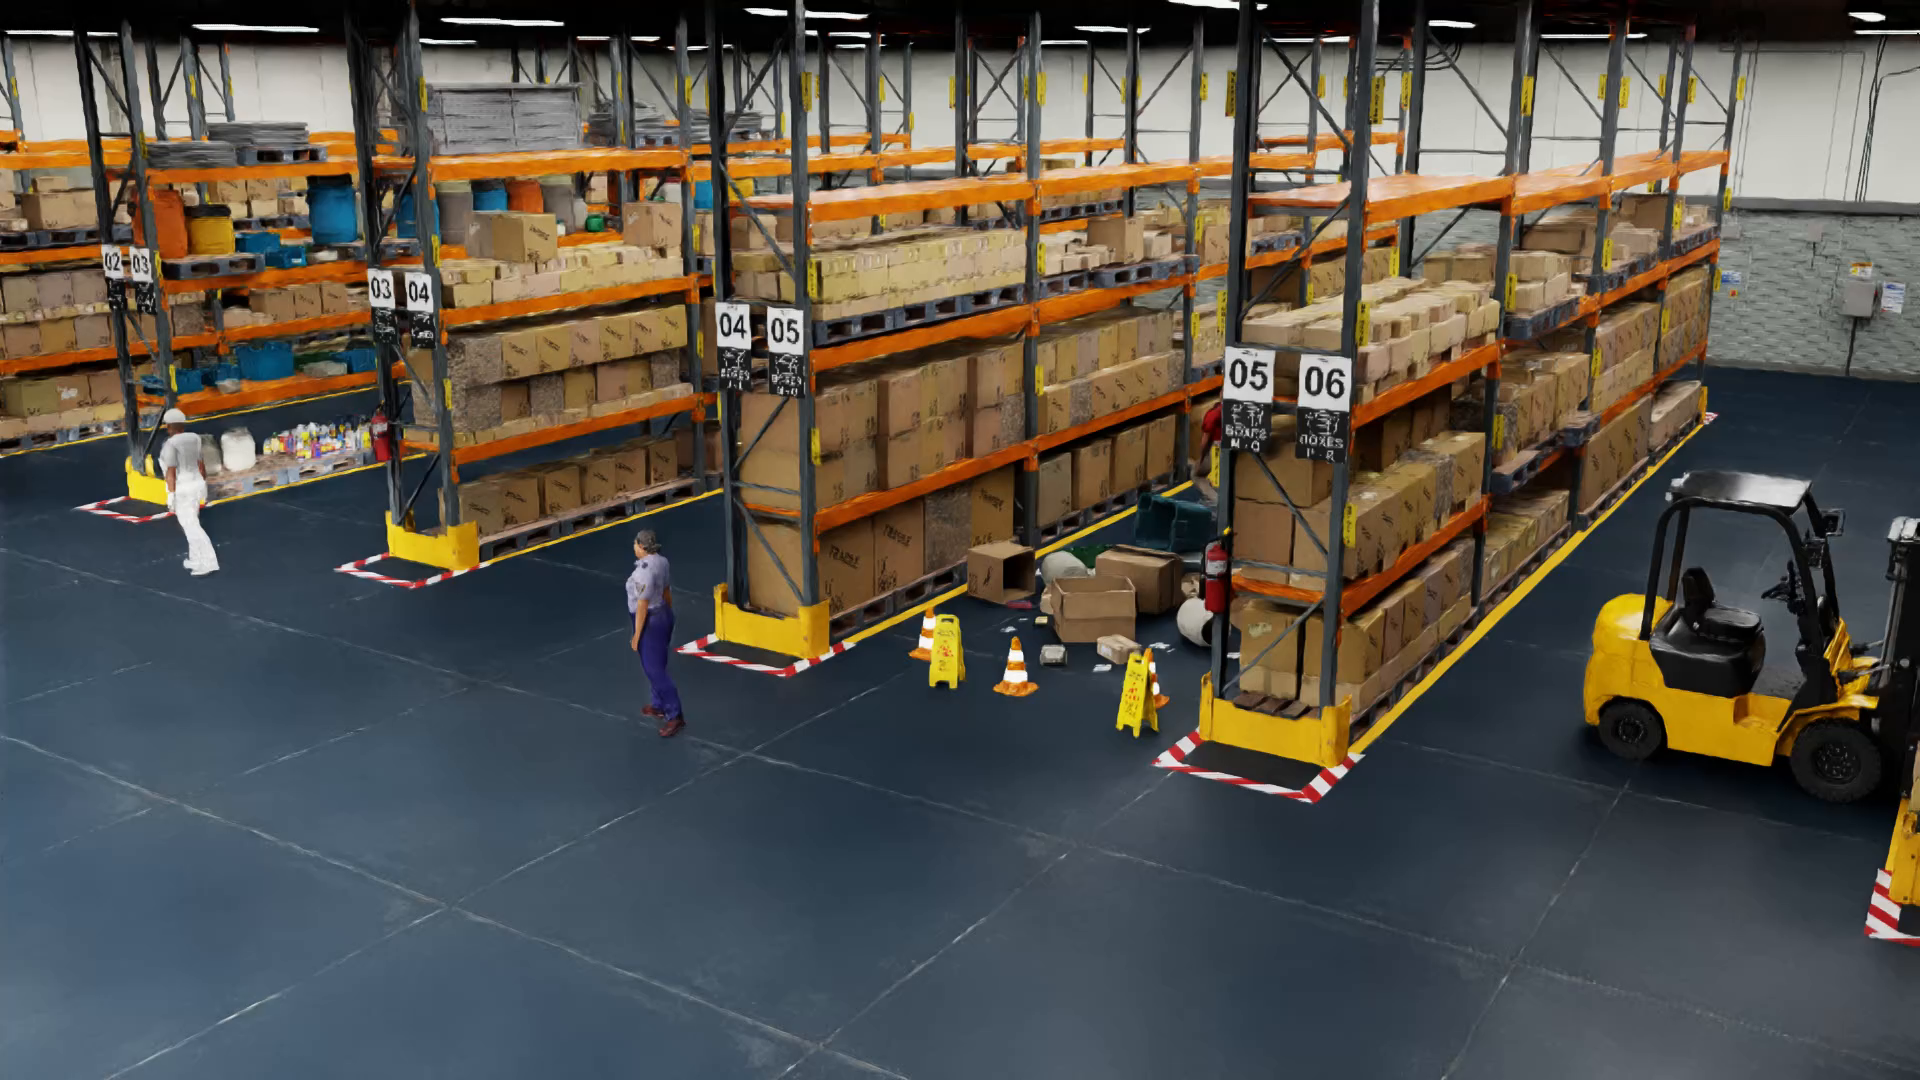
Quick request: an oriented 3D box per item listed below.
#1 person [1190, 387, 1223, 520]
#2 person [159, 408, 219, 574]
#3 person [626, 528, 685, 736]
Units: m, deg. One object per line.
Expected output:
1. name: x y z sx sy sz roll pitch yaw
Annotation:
1. person: 3.033 -1.012 19.599 0.588 1.687 0.510 -8 17 -26
2. person: -8.268 -0.534 17.858 0.541 1.779 0.654 2 16 7
3. person: -2.484 0.729 13.577 0.475 1.644 0.686 1 16 5
